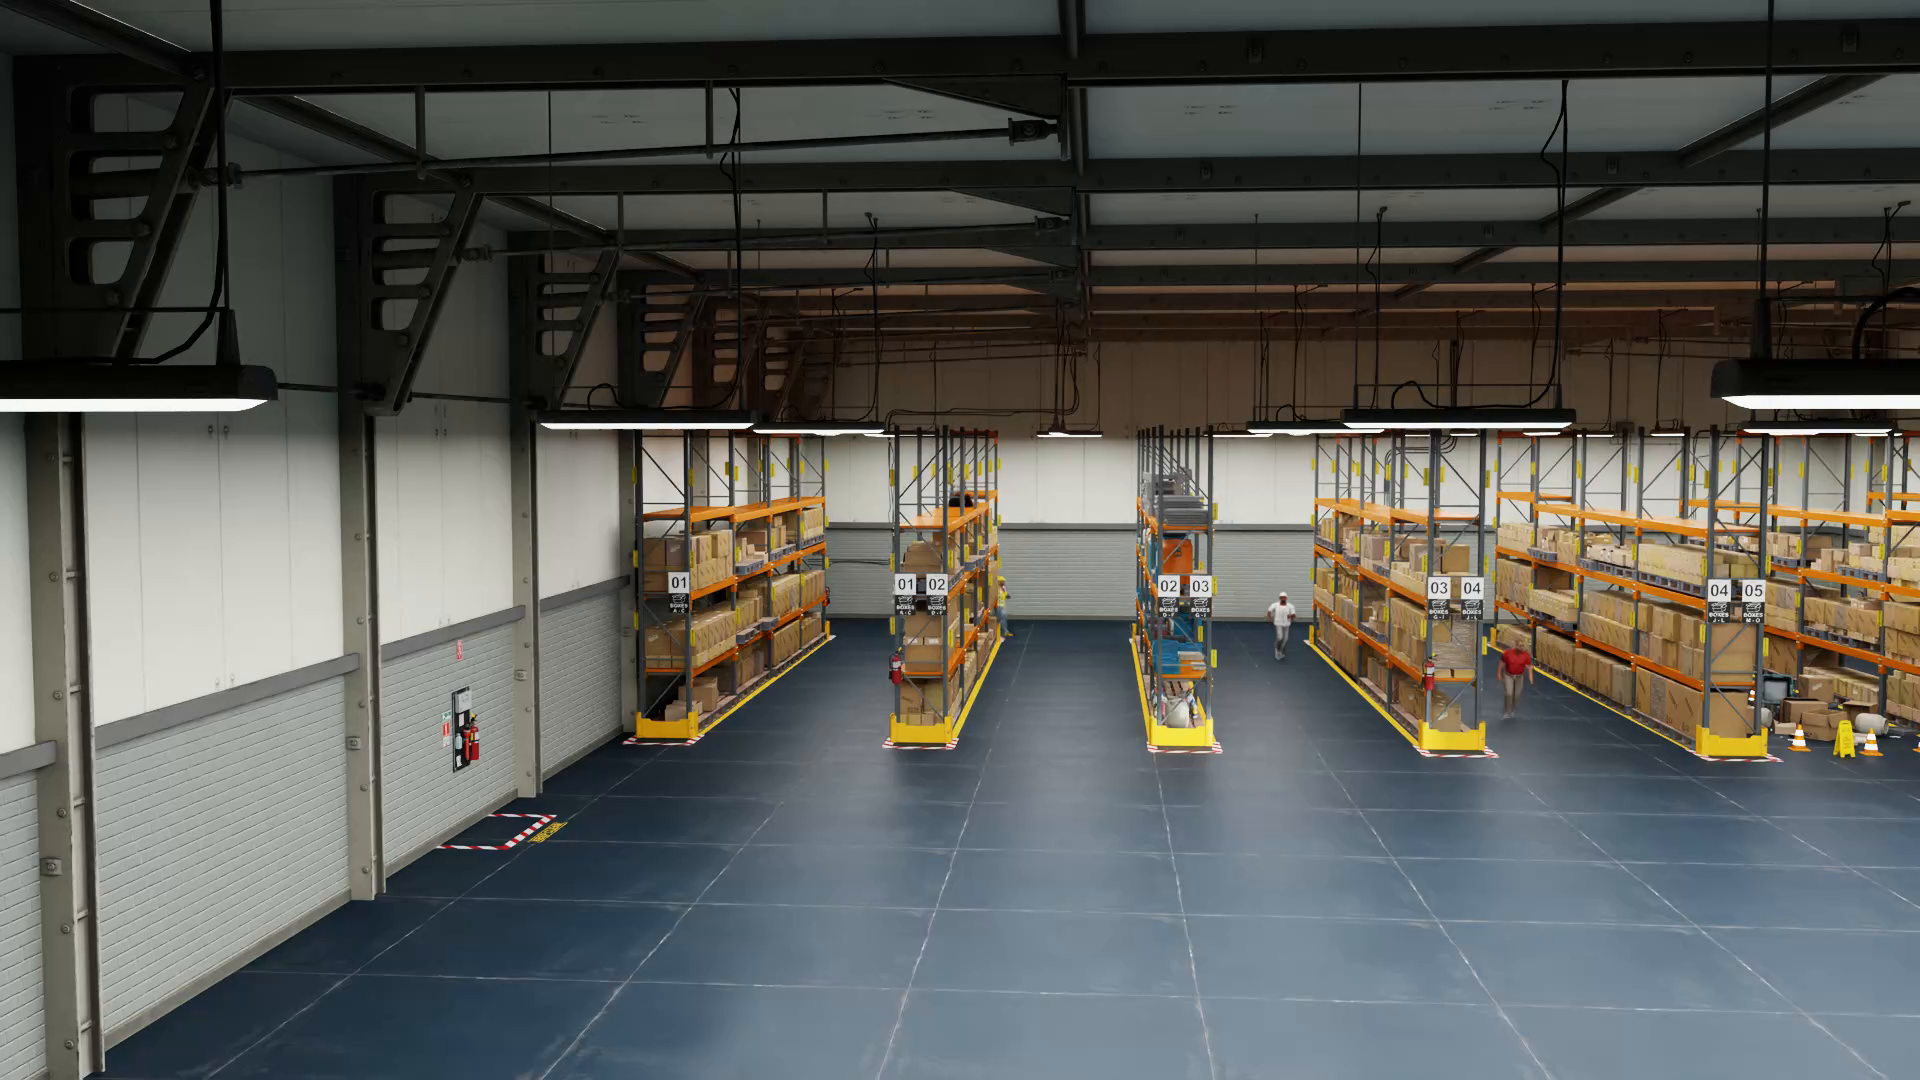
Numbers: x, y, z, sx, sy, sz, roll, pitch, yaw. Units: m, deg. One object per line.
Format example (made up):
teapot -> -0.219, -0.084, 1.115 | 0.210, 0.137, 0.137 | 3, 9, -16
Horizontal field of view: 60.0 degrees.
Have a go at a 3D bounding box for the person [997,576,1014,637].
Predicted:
person -> 1.127, 1.916, 48.381 | 1.023, 1.729, 0.722 | 1, 4, 21

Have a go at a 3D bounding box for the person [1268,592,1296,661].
person -> 8.384, 2.247, 43.234 | 0.668, 1.789, 0.727 | 0, 3, -3

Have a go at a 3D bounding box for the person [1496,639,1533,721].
person -> 11.383, 2.854, 34.110 | 0.635, 1.694, 0.797 | 0, 3, 0
